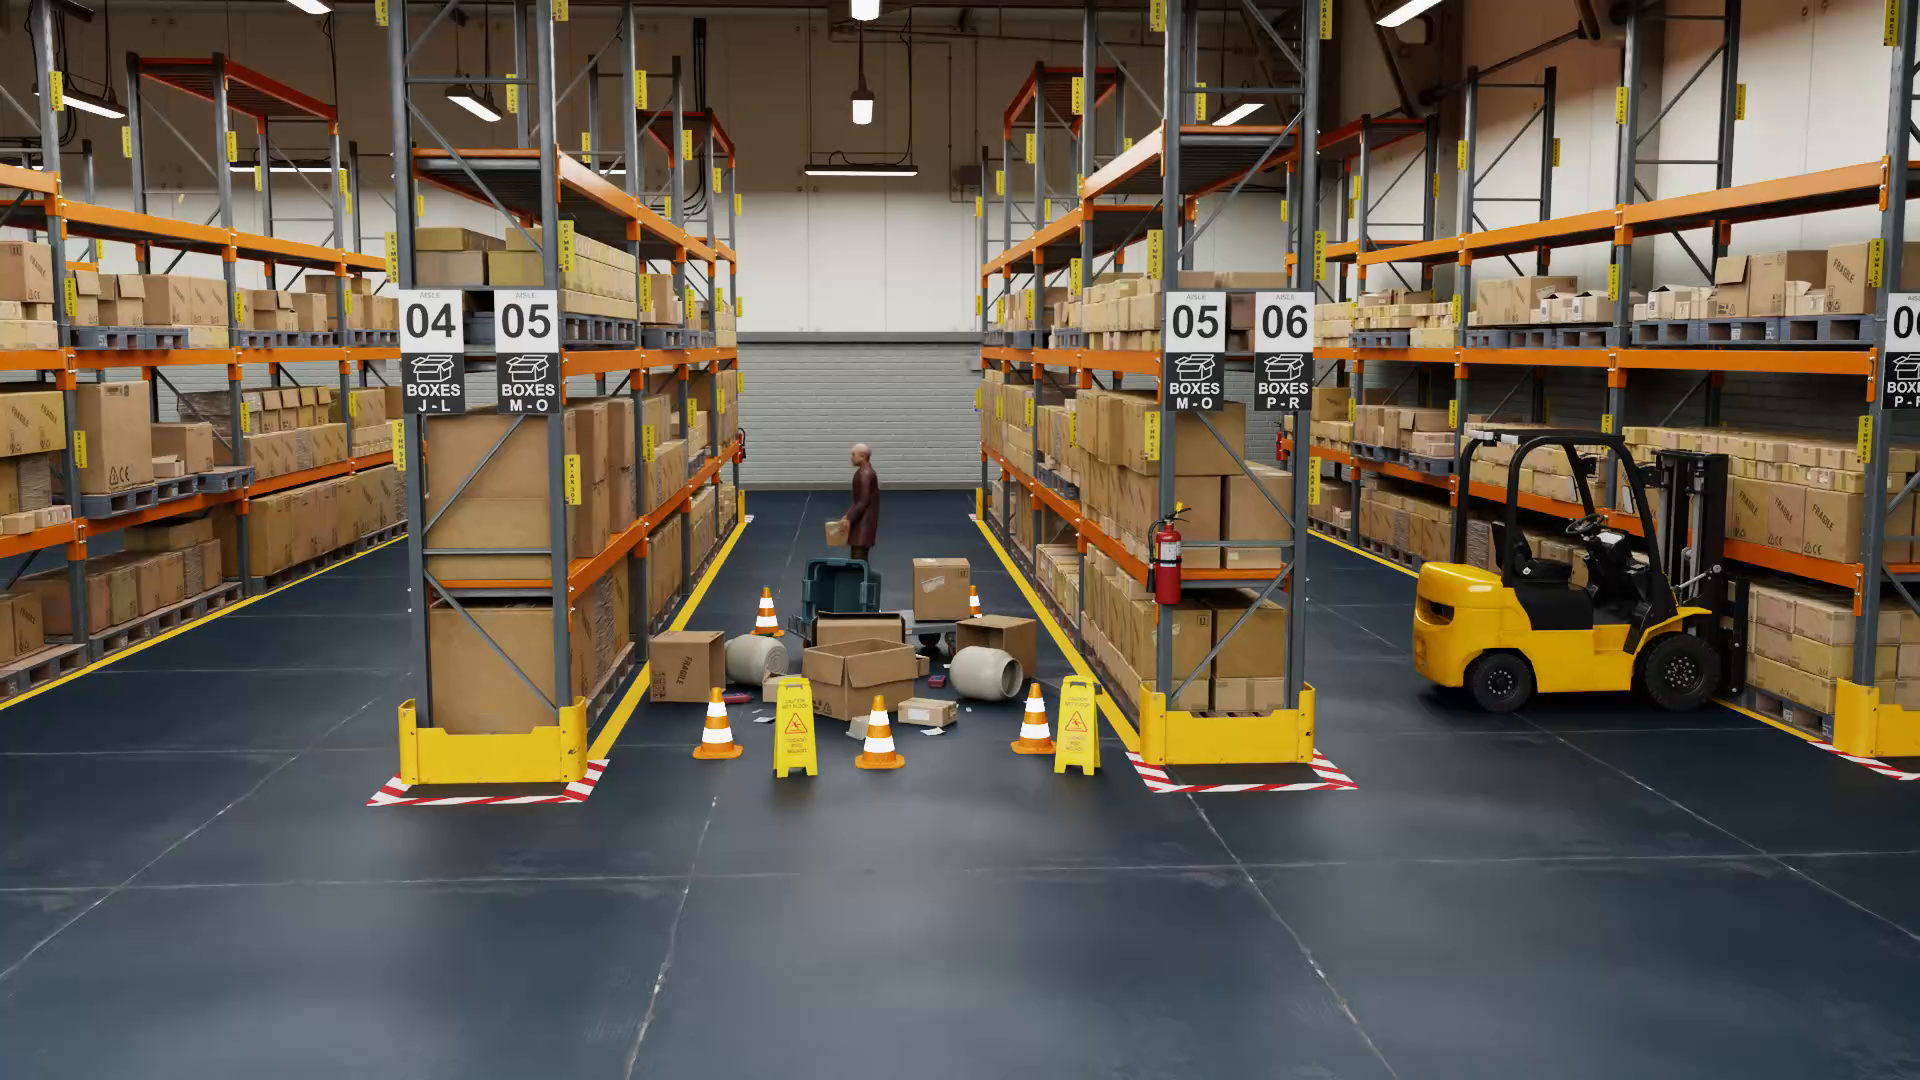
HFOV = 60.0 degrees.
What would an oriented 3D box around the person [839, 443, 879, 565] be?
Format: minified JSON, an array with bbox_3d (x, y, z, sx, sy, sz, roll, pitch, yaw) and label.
[{"bbox_3d":[-1.104,-0.116,18.216,0.443,1.674,0.579,-1,7,-5],"label":"person"}]
